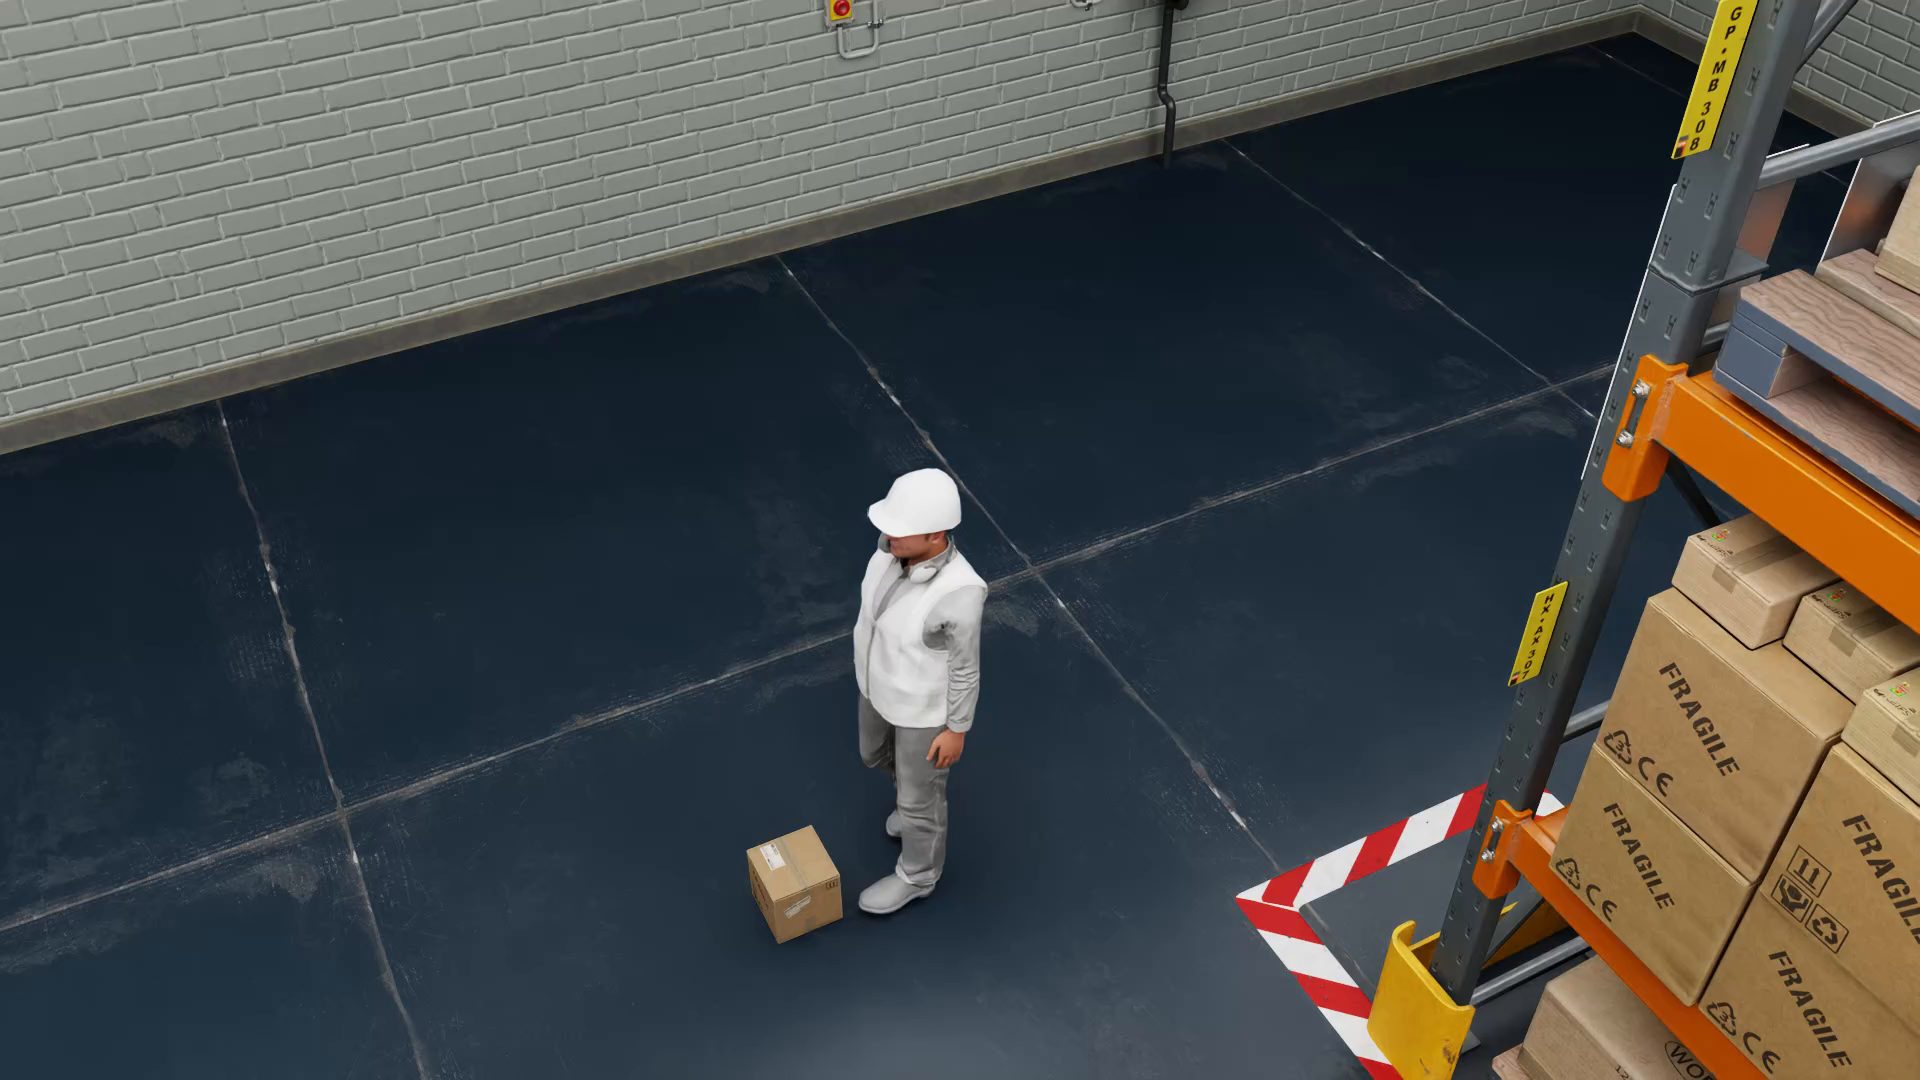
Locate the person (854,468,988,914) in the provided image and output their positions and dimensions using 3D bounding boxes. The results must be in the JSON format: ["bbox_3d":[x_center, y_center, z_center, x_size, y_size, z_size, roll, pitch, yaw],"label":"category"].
[{"bbox_3d":[-0.191,0.510,5.545,0.536,1.773,0.558,-23,46,-24],"label":"person"}]
